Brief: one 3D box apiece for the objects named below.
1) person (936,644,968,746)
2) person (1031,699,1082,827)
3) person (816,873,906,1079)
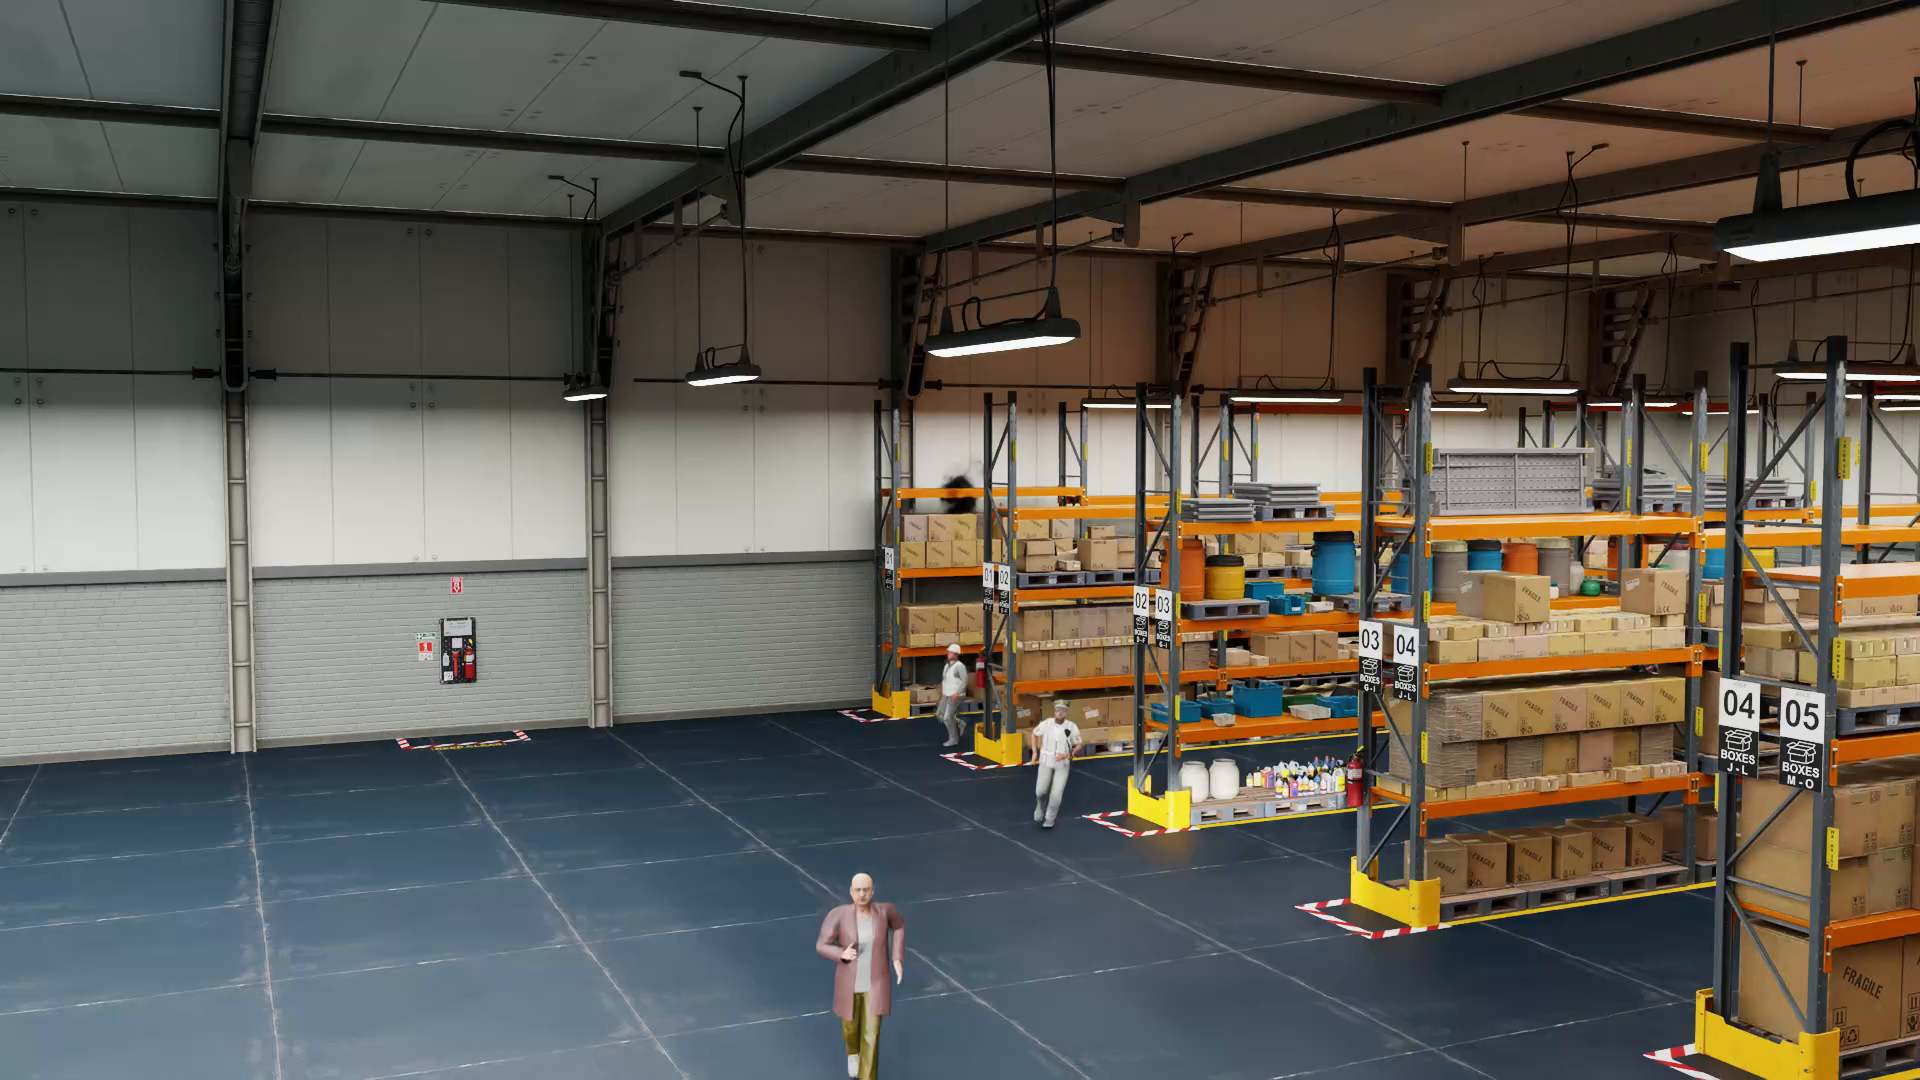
[{"bbox_3d":[-0.122,2.651,28.499,0.537,1.742,0.690,-2,4,-26],"label":"person"},{"bbox_3d":[1.290,2.998,22.356,0.689,1.722,0.535,0,3,4],"label":"person"},{"bbox_3d":[-0.773,3.480,13.058,0.703,1.764,1.059,0,3,-3],"label":"person"}]
